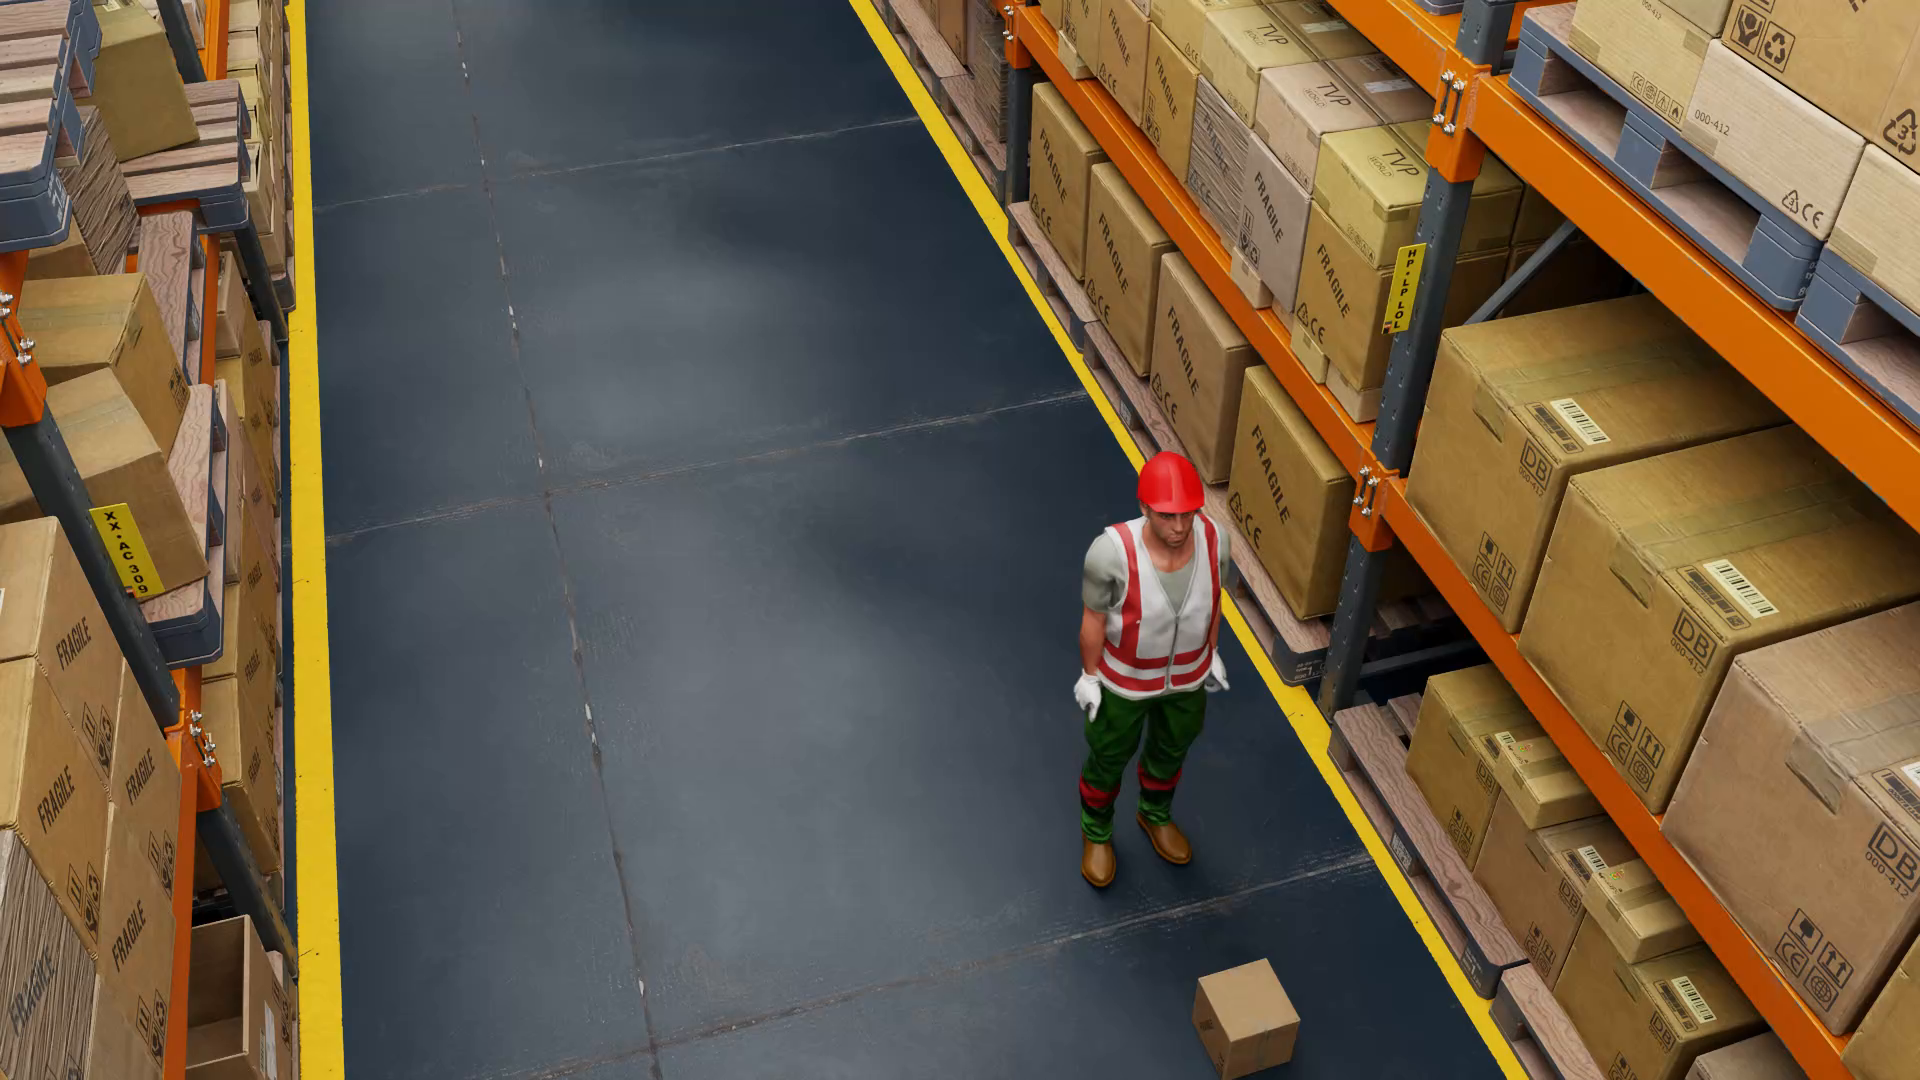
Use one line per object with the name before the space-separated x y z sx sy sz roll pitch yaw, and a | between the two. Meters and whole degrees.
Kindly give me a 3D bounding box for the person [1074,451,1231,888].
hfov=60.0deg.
person | 0.655 0.457 5.629 0.535 1.794 0.374 -11 43 -12
